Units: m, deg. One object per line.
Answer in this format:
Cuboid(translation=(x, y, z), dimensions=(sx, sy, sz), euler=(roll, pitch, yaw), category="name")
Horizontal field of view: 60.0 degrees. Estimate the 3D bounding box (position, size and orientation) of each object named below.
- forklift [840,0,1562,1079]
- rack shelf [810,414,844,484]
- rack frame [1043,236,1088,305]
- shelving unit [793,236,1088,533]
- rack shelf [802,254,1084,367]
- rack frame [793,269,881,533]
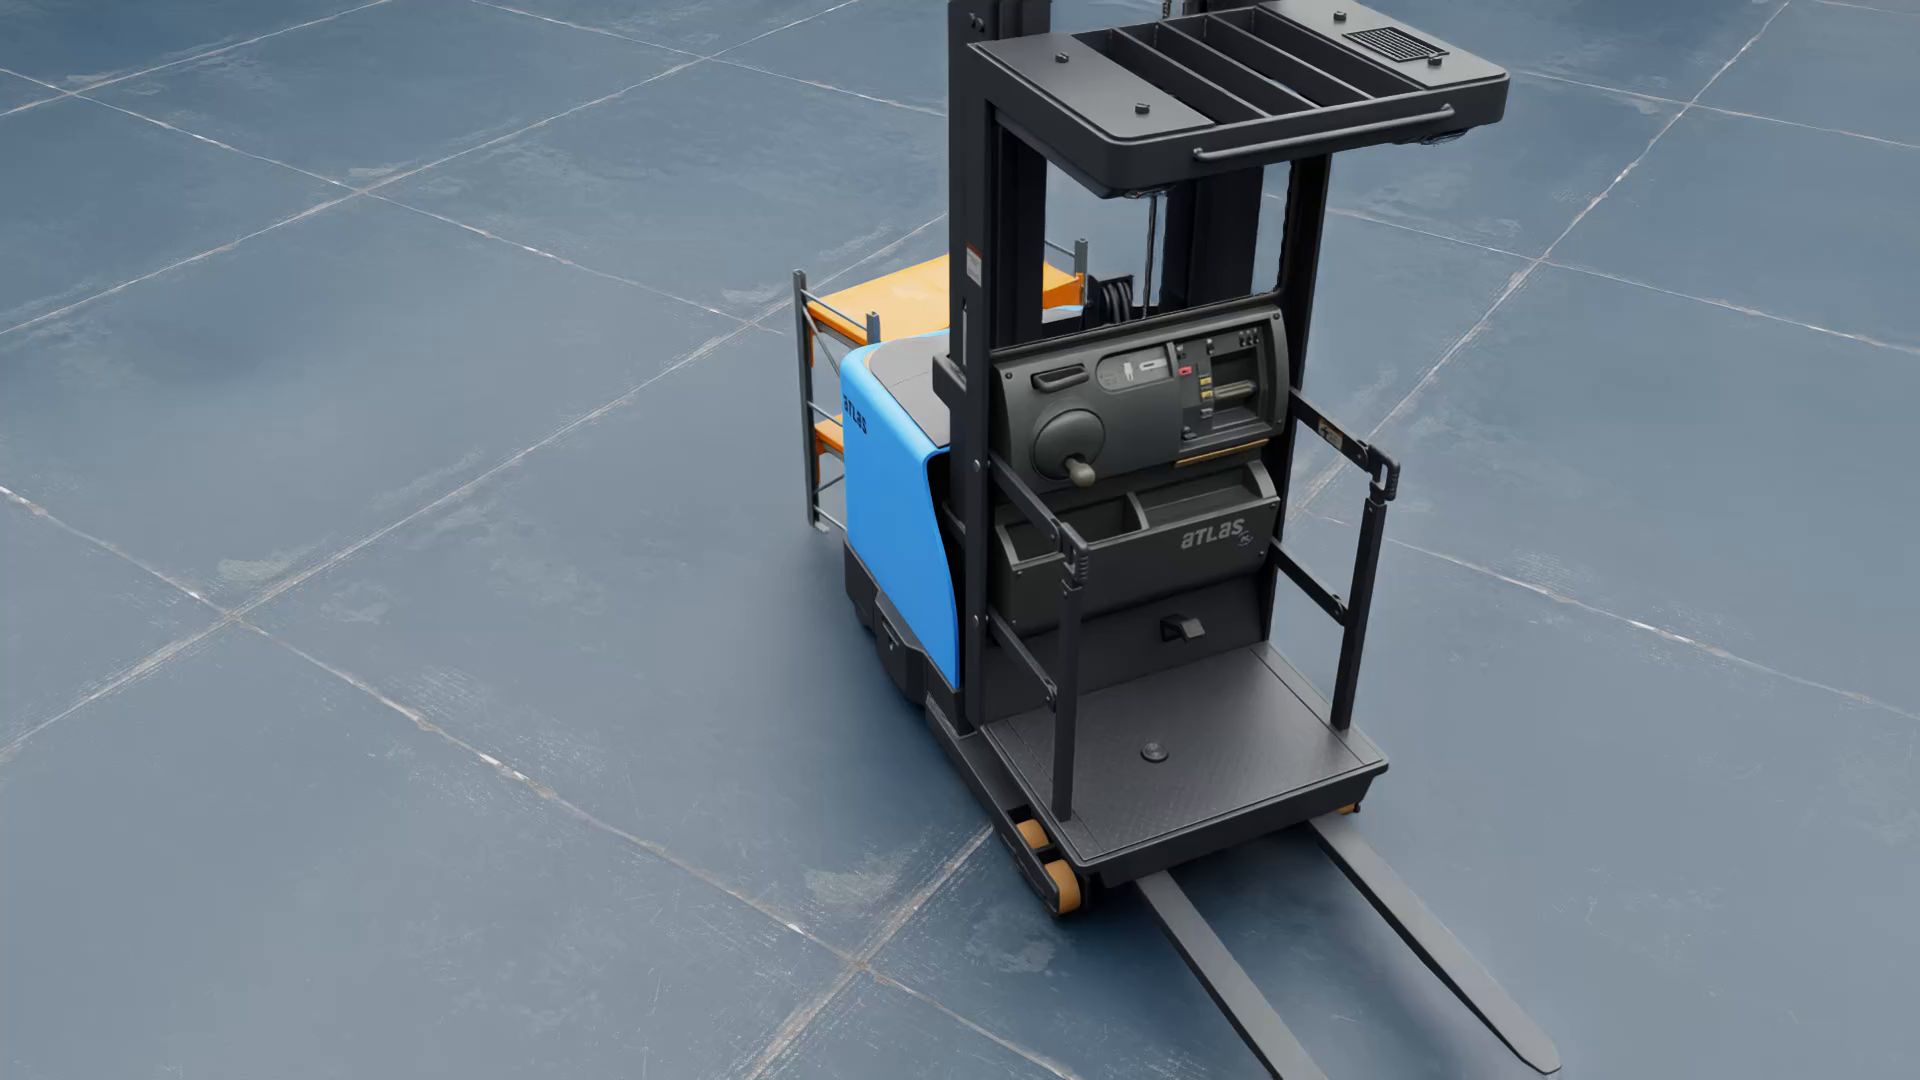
Cuboid(translation=(0.636, -0.353, 4.655), dimensions=(1.130, 2.935, 3.031), euler=(-14, 37, -20), category="forklift")
Cuboid(translation=(-0.066, -0.421, 6.804), dimensions=(1.000, 0.278, 0.538), euler=(-25, 41, -32), category="rack shelf")
Cuboid(translation=(0.326, -0.805, 6.936), dimensions=(0.032, 1.125, 0.500), euler=(-25, 41, -32), category="rack frame")
Cuboid(translation=(-0.066, -0.623, 6.667), dimensions=(1.048, 1.125, 0.538), euler=(-25, 41, -32), category="shelving unit")
Cuboid(translation=(-0.066, -0.866, 6.503), dimensions=(1.000, 0.278, 0.538), euler=(-25, 41, -32), category="rack shelf")
Cuboid(translation=(-0.457, -0.441, 6.398), dimensions=(0.032, 1.125, 0.500), euler=(-25, 41, -32), category="rack frame")
